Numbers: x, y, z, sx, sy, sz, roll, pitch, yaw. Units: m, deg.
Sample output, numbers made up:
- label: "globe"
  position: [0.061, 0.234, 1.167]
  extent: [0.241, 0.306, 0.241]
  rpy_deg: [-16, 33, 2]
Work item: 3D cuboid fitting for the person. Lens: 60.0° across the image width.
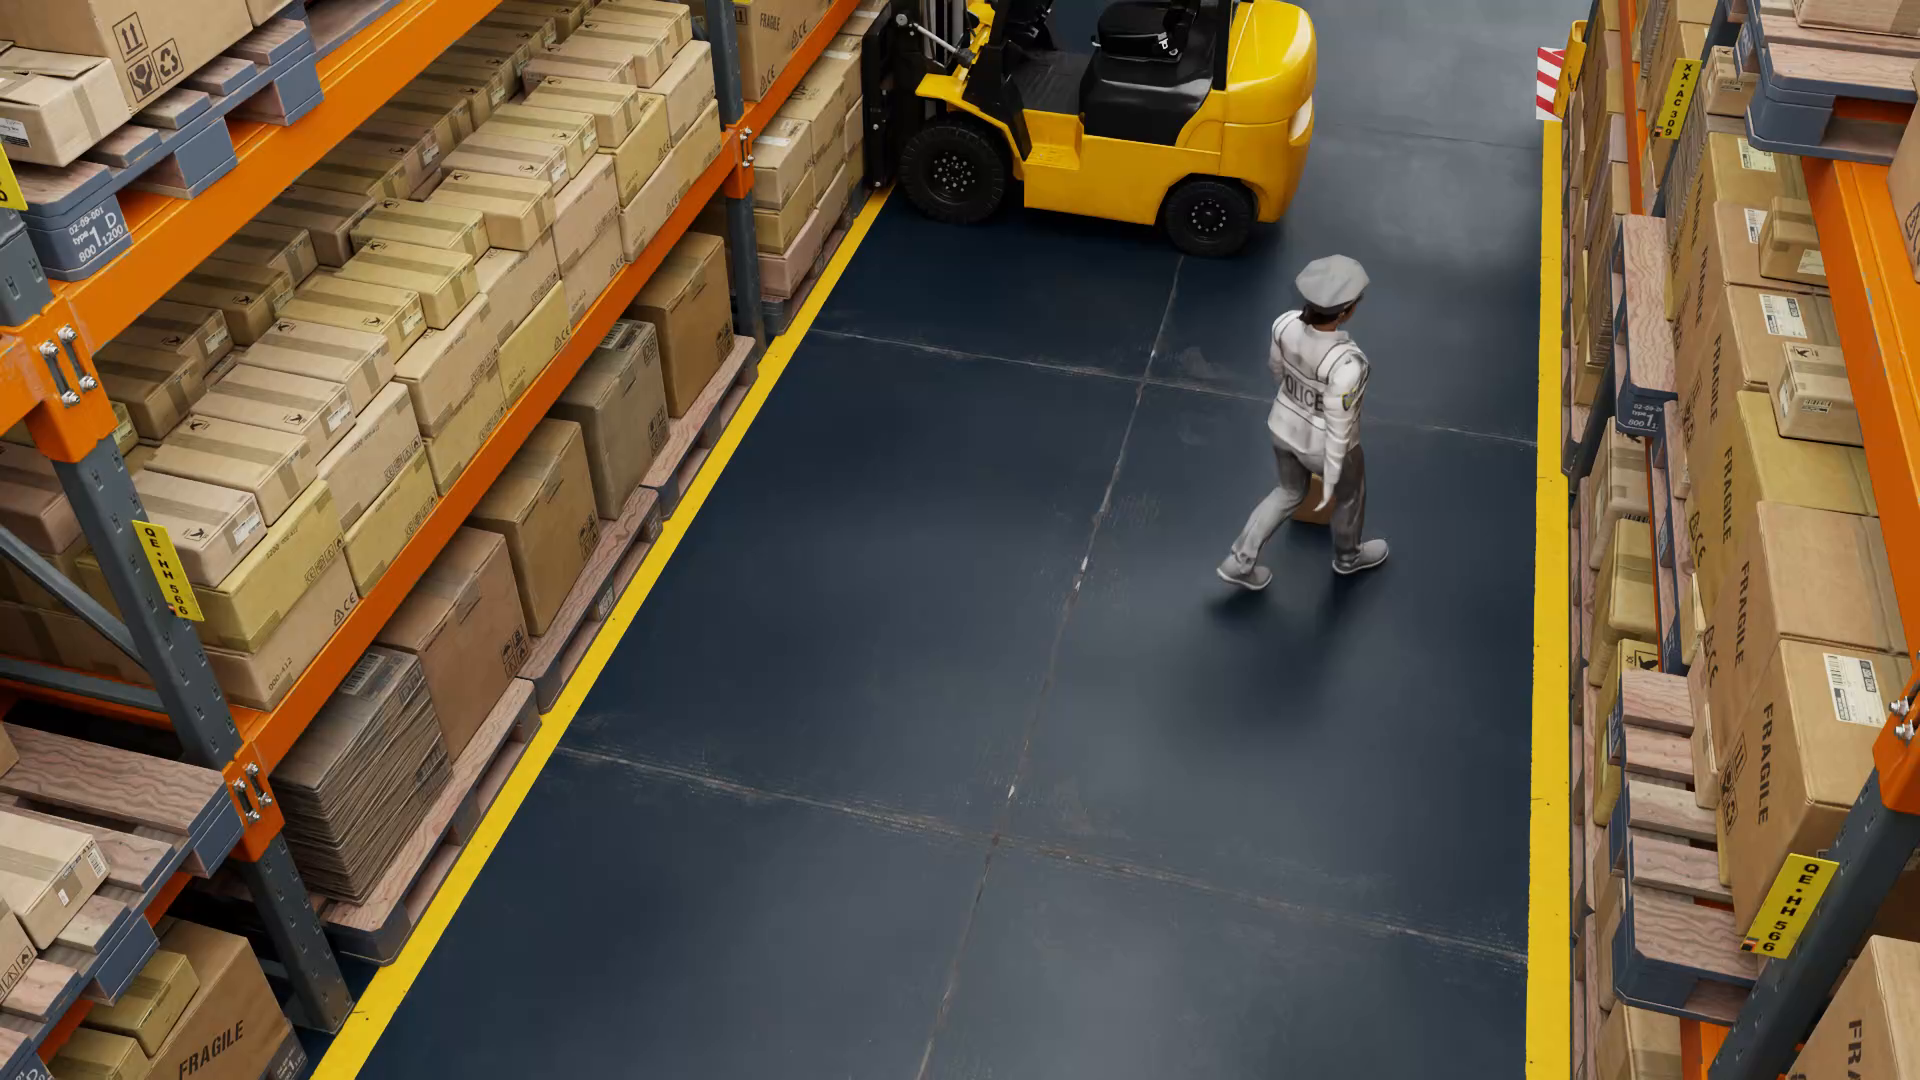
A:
- label: "person"
  position: [1.472, -0.463, 6.700]
  extent: [0.831, 1.627, 0.512]
  rpy_deg: [-27, 48, -27]
